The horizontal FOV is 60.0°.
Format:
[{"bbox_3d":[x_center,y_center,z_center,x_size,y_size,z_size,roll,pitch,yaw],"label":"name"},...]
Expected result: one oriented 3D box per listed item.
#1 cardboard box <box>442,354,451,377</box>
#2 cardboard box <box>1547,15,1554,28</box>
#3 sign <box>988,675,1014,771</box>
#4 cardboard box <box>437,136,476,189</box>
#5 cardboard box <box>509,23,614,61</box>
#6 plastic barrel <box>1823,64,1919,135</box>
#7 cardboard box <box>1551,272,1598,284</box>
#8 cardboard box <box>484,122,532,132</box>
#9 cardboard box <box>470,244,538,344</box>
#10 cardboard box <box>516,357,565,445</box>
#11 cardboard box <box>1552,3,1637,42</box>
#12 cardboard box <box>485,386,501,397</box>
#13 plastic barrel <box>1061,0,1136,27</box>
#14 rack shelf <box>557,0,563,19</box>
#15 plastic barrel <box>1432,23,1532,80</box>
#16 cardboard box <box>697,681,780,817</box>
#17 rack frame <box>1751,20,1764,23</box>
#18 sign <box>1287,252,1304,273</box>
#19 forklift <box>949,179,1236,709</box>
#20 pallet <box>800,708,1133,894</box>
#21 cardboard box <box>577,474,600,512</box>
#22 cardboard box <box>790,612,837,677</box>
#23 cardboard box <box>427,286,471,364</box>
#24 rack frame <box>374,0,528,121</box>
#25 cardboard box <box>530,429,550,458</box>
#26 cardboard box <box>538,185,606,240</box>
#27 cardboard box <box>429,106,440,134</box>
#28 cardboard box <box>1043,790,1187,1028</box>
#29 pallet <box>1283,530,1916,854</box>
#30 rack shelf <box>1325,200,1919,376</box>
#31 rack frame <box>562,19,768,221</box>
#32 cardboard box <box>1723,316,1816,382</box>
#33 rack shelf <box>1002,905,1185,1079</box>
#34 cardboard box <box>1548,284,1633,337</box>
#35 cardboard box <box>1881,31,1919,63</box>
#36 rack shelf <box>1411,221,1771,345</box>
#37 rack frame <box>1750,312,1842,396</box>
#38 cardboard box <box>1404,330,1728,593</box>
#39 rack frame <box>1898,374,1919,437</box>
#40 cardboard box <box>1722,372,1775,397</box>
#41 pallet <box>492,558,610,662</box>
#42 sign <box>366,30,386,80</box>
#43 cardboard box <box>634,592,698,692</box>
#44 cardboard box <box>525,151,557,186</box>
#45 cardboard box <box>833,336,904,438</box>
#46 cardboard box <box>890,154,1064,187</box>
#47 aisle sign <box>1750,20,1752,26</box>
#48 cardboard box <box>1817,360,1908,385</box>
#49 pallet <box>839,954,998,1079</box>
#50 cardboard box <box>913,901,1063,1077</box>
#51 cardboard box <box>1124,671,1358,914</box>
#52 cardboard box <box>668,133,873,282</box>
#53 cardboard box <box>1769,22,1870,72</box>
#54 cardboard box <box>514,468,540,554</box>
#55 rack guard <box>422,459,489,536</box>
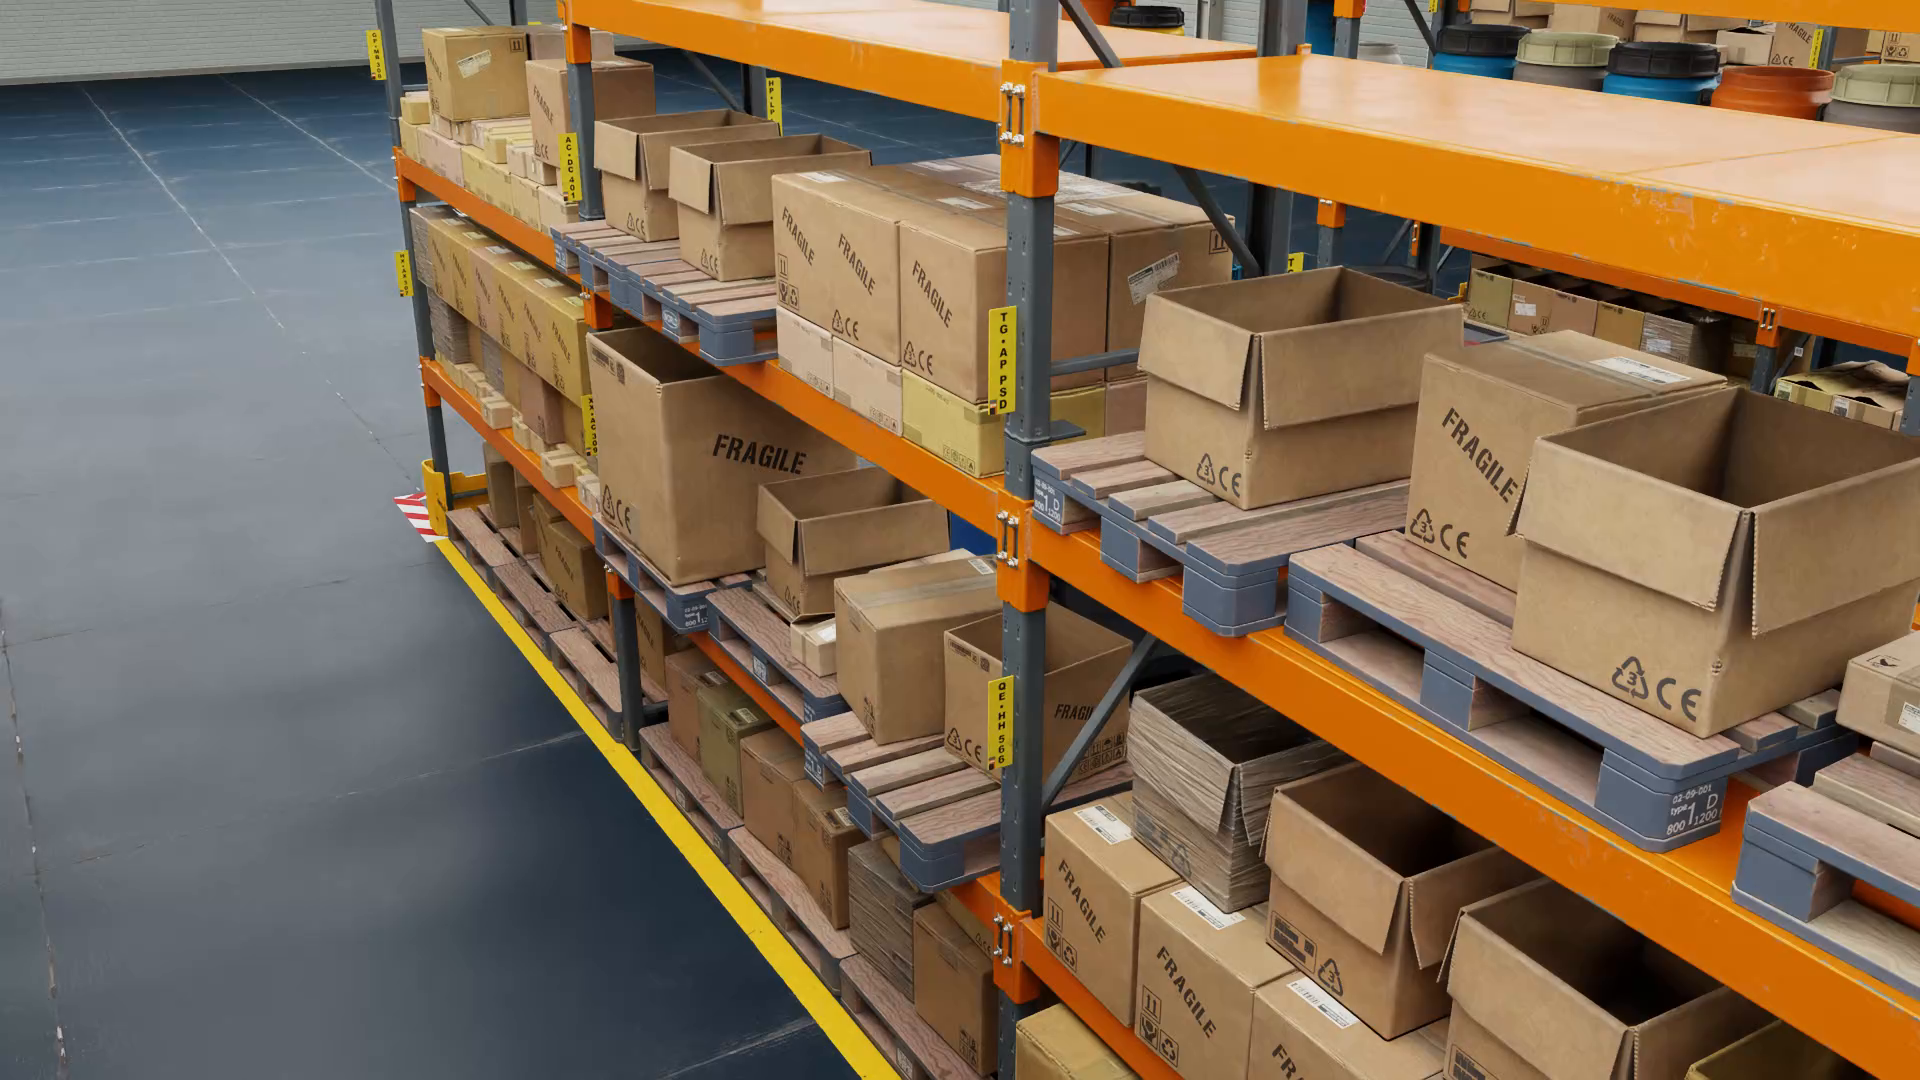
[{"bbox_3d":[-3.438,-1.260,11.762,0.380,0.149,0.250,-13,25,-28],"label":"cardboard box"},{"bbox_3d":[5.844,-4.761,15.513,0.500,0.250,0.500,-13,25,-28],"label":"cardboard box"},{"bbox_3d":[0.135,0.598,5.424,0.100,0.325,0.005,-13,25,-28],"label":"sign"},{"bbox_3d":[-2.947,-2.387,10.416,0.500,0.250,0.500,-13,25,-28],"label":"cardboard box"},{"bbox_3d":[-2.480,-2.952,10.414,0.500,0.500,0.500,-13,25,-28],"label":"cardboard box"},{"bbox_3d":[4.622,-1.892,8.333,0.600,0.901,0.600,0,22,0],"label":"plastic barrel"},{"bbox_3d":[6.082,-2.335,16.170,0.500,0.500,0.500,-13,25,-28],"label":"cardboard box"},{"bbox_3d":[-2.600,-2.389,9.891,0.380,0.149,0.250,-14,26,-30],"label":"cardboard box"},{"bbox_3d":[-2.676,-1.531,10.238,0.500,0.500,0.500,-13,25,-28],"label":"cardboard box"},{"bbox_3d":[-2.190,-0.957,10.155,0.875,0.500,0.500,-13,25,-28],"label":"cardboard box"},{"bbox_3d":[5.642,-4.609,14.807,0.500,0.500,0.500,-13,25,-28],"label":"cardboard box"},{"bbox_3d":[-2.905,-0.942,10.978,0.380,0.149,0.250,-13,25,-28],"label":"cardboard box"},{"bbox_3d":[1.126,-4.202,13.555,0.600,0.830,0.708,-13,25,-28],"label":"plastic barrel"},{"bbox_3d":[-2.468,-3.396,9.677,1.077,0.370,4.000,-13,25,-28],"label":"rack shelf"},{"bbox_3d":[3.258,-2.756,10.460,0.600,0.901,0.708,-13,25,-28],"label":"plastic barrel"},{"bbox_3d":[-0.924,1.011,8.577,0.700,0.500,0.500,-13,25,-29],"label":"cardboard box"},{"bbox_3d":[9.286,-7.237,18.165,1.000,3.000,0.127,-13,25,-28],"label":"rack frame"},{"bbox_3d":[1.078,-0.780,5.471,0.100,0.325,0.005,-13,25,-28],"label":"sign"},{"bbox_3d":[0.932,-0.505,9.662,1.130,2.935,3.031,-9,24,-21],"label":"forklift"},{"bbox_3d":[0.142,0.869,6.445,1.213,0.211,1.003,-13,25,-28],"label":"pallet"},{"bbox_3d":[-1.928,-0.284,9.360,0.380,0.149,0.250,-13,25,-28],"label":"cardboard box"},{"bbox_3d":[-0.487,0.370,7.038,0.396,0.266,0.258,-13,26,-30],"label":"cardboard box"},{"bbox_3d":[-3.232,-1.600,11.737,0.875,0.500,0.500,-13,25,-28],"label":"cardboard box"},{"bbox_3d":[-3.489,-4.379,11.133,1.000,3.000,0.127,-13,25,-28],"label":"rack frame"},{"bbox_3d":[-2.405,-0.615,10.176,0.380,0.149,0.250,-13,25,-28],"label":"cardboard box"},{"bbox_3d":[-1.903,-1.722,8.780,0.500,0.250,0.500,-12,25,-26],"label":"cardboard box"},{"bbox_3d":[-3.185,-2.708,10.677,0.380,0.149,0.250,-12,25,-26],"label":"cardboard box"},{"bbox_3d":[0.612,1.154,5.357,0.500,0.500,0.500,-12,25,-27],"label":"cardboard box"},{"bbox_3d":[1.545,0.248,3.985,1.003,0.211,1.213,-11,25,-26],"label":"pallet"},{"bbox_3d":[3.834,-1.666,9.399,1.077,0.370,4.000,-13,25,-28],"label":"rack shelf"},{"bbox_3d":[-1.446,-3.084,7.948,1.000,3.000,0.127,-13,25,-28],"label":"rack frame"},{"bbox_3d":[7.104,-1.687,14.577,0.500,0.500,0.500,-13,25,-28],"label":"cardboard box"},{"bbox_3d":[1.619,1.971,4.434,1.077,0.370,4.000,-13,25,-28],"label":"rack shelf"},{"bbox_3d":[5.876,-2.069,15.517,0.500,0.500,0.500,-13,25,-28],"label":"cardboard box"},{"bbox_3d":[7.353,-3.864,12.495,0.500,0.500,0.500,-12,25,-28],"label":"cardboard box"},{"bbox_3d":[6.050,-2.523,15.490,1.077,0.370,4.000,-13,25,-28],"label":"rack shelf"},{"bbox_3d":[7.072,-2.209,13.762,1.000,3.000,0.127,-13,25,-28],"label":"rack frame"},{"bbox_3d":[1.487,-0.194,4.131,0.500,0.500,0.500,-11,25,-25],"label":"cardboard box"},{"bbox_3d":[4.855,0.038,8.235,1.000,3.000,0.127,-13,25,-28],"label":"rack frame"},{"bbox_3d":[7.096,-1.338,14.714,0.500,0.250,0.500,-13,25,-28],"label":"cardboard box"},{"bbox_3d":[-2.447,0.381,11.093,1.003,0.211,1.213,-13,25,-28],"label":"pallet"},{"bbox_3d":[-3.956,-3.290,11.277,0.100,0.325,0.005,-13,25,-28],"label":"sign"},{"bbox_3d":[-1.616,0.522,9.806,0.500,0.500,0.500,-13,26,-30],"label":"cardboard box"},{"bbox_3d":[-2.121,-2.028,9.003,0.380,0.149,0.250,-14,26,-31],"label":"cardboard box"},{"bbox_3d":[-0.122,-0.595,6.006,0.500,0.250,0.500,-13,25,-28],"label":"cardboard box"},{"bbox_3d":[0.059,-1.205,6.513,0.500,0.500,0.500,-13,26,-30],"label":"cardboard box"},{"bbox_3d":[8.991,-5.628,18.721,0.394,0.787,0.004,-13,25,-28],"label":"aisle sign"},{"bbox_3d":[7.525,-1.313,13.908,0.500,0.311,0.500,-13,25,-28],"label":"cardboard box"},{"bbox_3d":[0.199,2.029,7.040,1.003,0.211,1.213,-13,25,-28],"label":"pallet"},{"bbox_3d":[0.238,1.731,6.804,0.700,0.500,0.500,-14,26,-31],"label":"cardboard box"},{"bbox_3d":[0.957,0.719,5.094,0.797,0.503,0.637,-12,25,-26],"label":"cardboard box"},{"bbox_3d":[-0.809,-1.461,7.243,0.797,0.503,0.637,-11,25,-26],"label":"cardboard box"},{"bbox_3d":[7.042,-4.118,13.599,0.500,0.500,0.500,-10,24,-24],"label":"cardboard box"},{"bbox_3d":[-2.850,-0.244,11.689,0.500,0.500,0.500,-6,23,-14],"label":"cardboard box"},{"bbox_3d":[-3.451,-0.417,12.673,1.175,0.500,0.348,-13,25,-28],"label":"rack guard"}]
